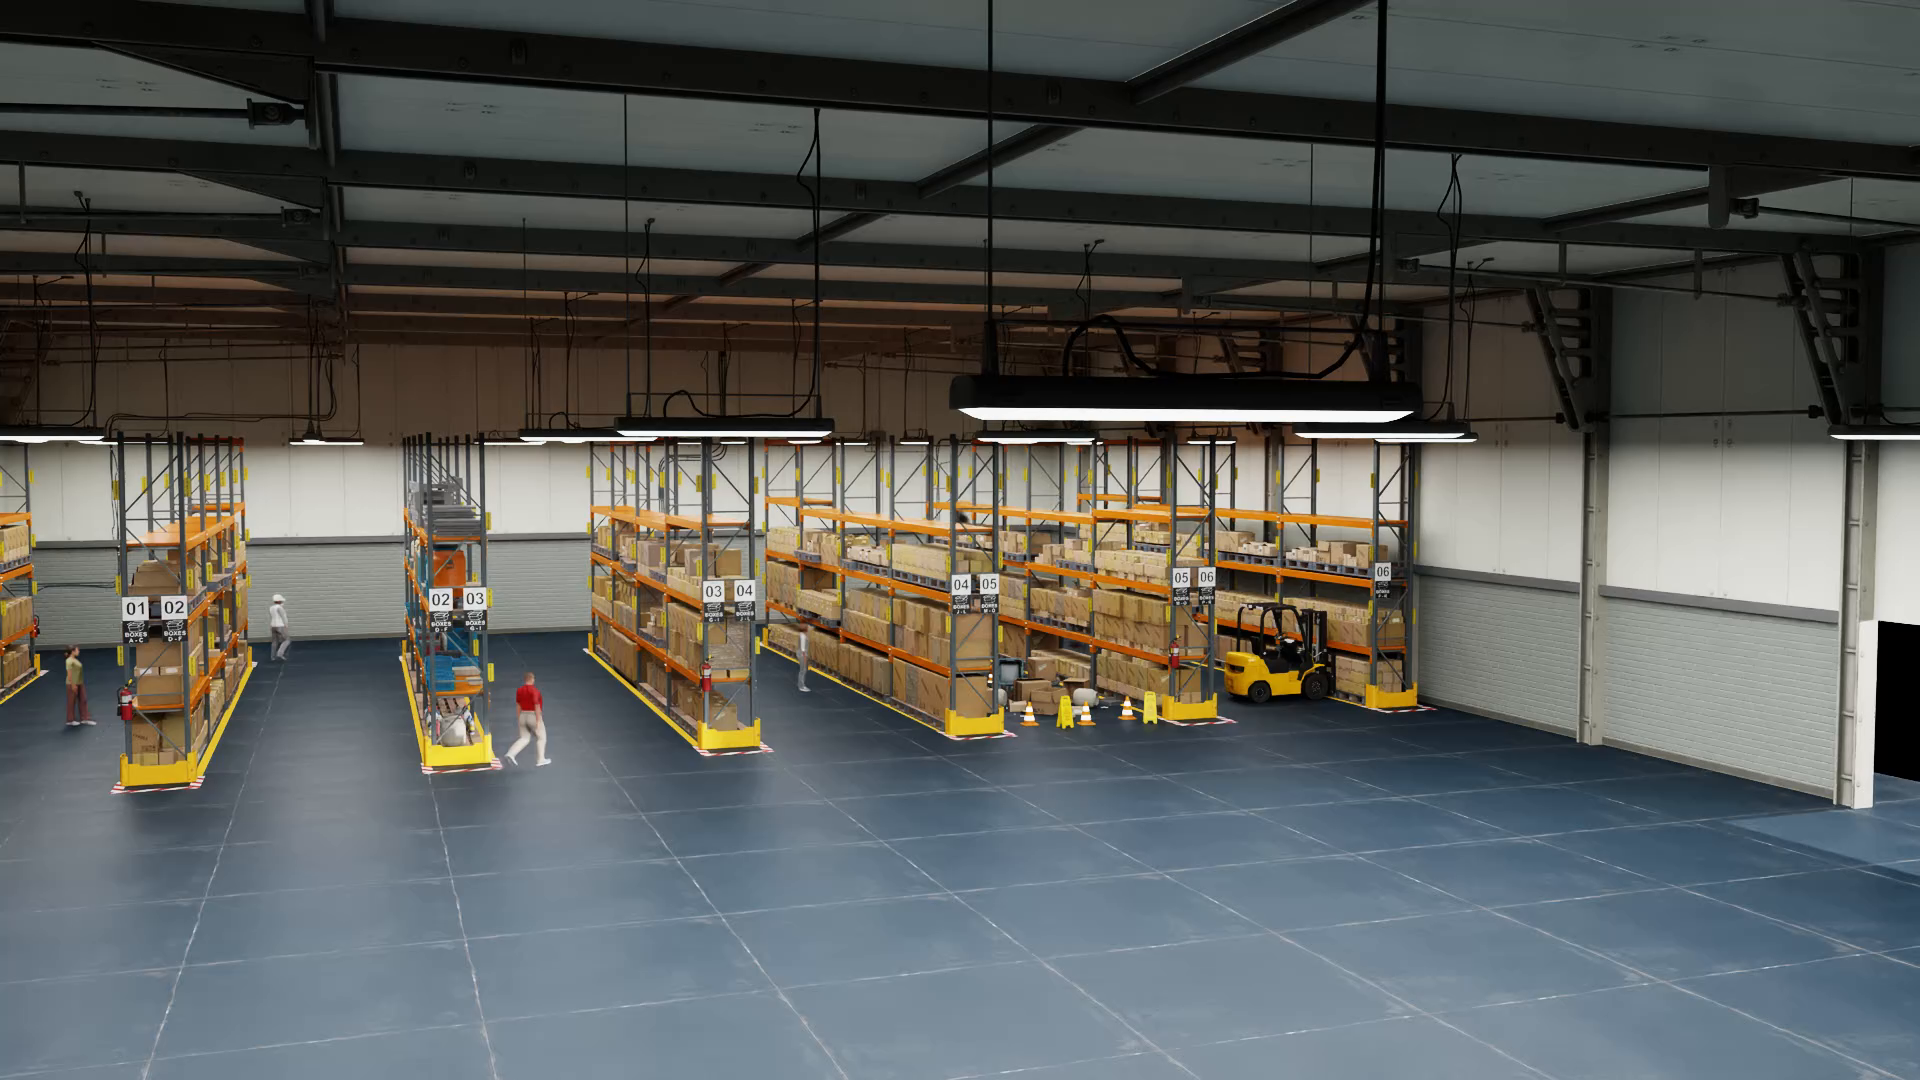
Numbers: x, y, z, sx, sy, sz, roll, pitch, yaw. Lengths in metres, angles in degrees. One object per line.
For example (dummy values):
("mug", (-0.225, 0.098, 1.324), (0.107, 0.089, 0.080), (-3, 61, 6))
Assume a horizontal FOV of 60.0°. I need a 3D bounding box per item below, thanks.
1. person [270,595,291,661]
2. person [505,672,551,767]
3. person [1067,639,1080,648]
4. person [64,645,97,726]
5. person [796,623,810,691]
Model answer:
("person", (-18.288, 2.346, 44.630), (0.621, 1.774, 0.407), (2, 4, 35))
("person", (-7.703, 3.211, 29.701), (0.548, 1.692, 0.887), (2, 4, 26))
("person", (3.215, 2.279, 47.369), (0.507, 1.651, 0.731), (-2, 4, -37))
("person", (-18.204, 3.004, 34.297), (0.540, 1.685, 0.472), (0, 3, 8))
("person", (-3.703, 2.798, 39.253), (0.332, 1.627, 0.500), (0, 3, -5))
